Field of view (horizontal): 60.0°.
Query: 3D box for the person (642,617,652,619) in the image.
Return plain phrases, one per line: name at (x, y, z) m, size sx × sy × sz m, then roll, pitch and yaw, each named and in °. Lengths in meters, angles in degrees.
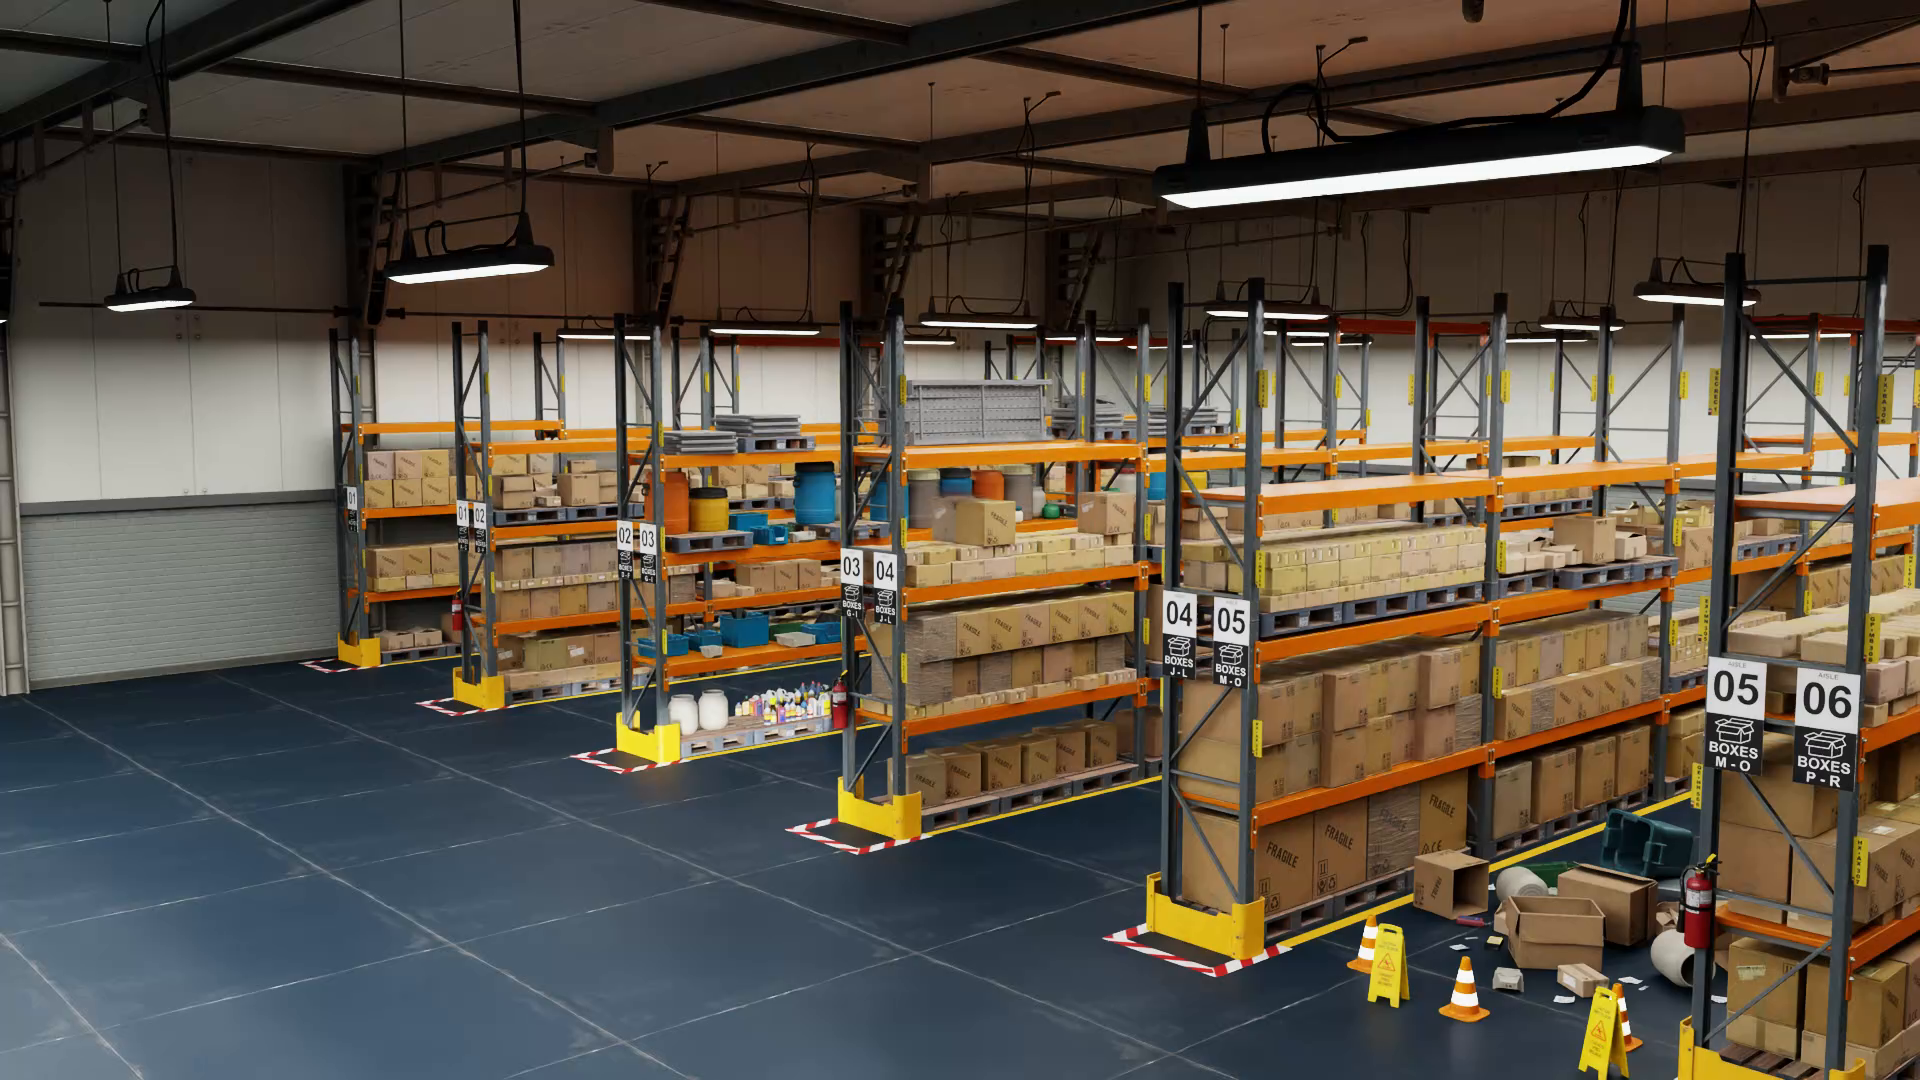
person at (-5.717, 1.356, 30.050) m, size 0.643 × 1.699 × 0.594 m, roll -5°, pitch 7°, yaw -39°
